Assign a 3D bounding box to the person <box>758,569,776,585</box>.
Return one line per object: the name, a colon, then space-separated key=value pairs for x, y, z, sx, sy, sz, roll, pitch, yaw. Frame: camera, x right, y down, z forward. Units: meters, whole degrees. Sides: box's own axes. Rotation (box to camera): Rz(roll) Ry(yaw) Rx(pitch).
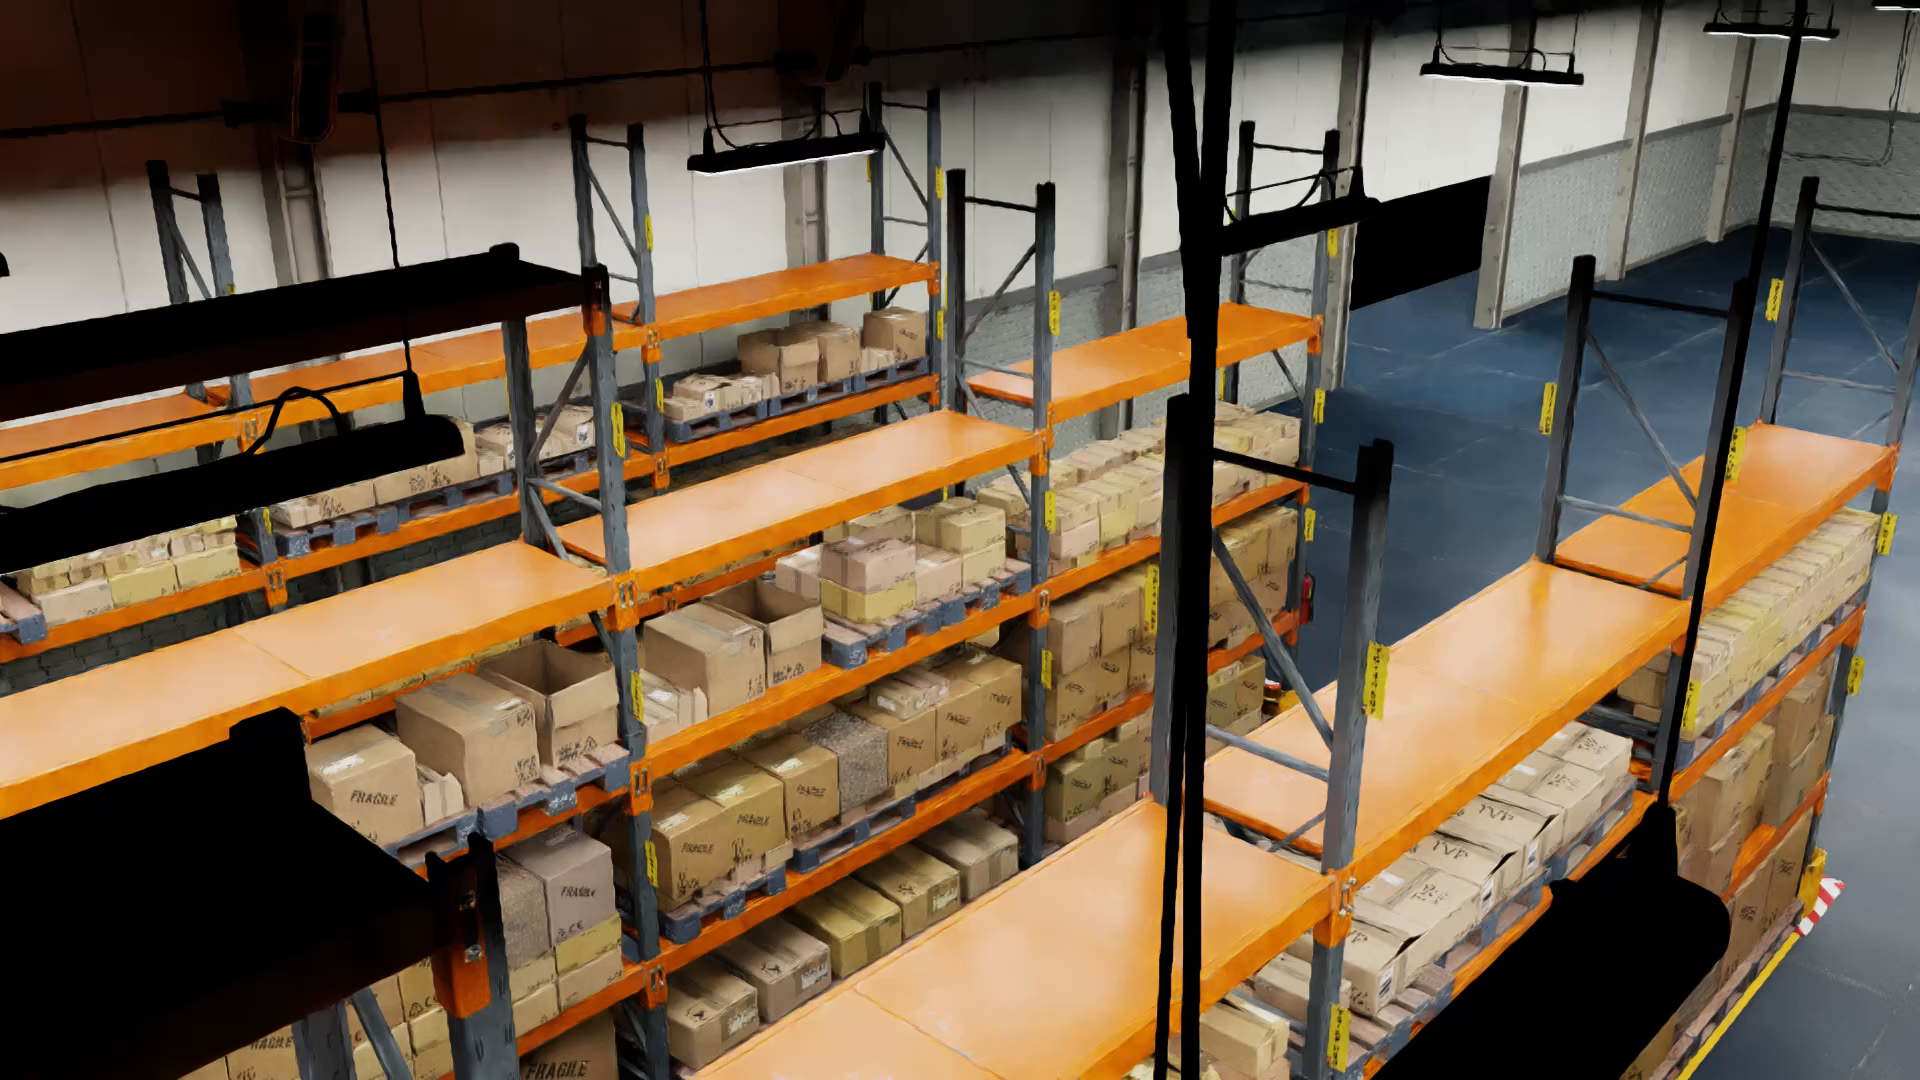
person: x=-1.852 y=1.120 z=16.686 sx=0.623 sy=1.754 sz=0.555 roll=-8 pitch=23 yaw=-20
